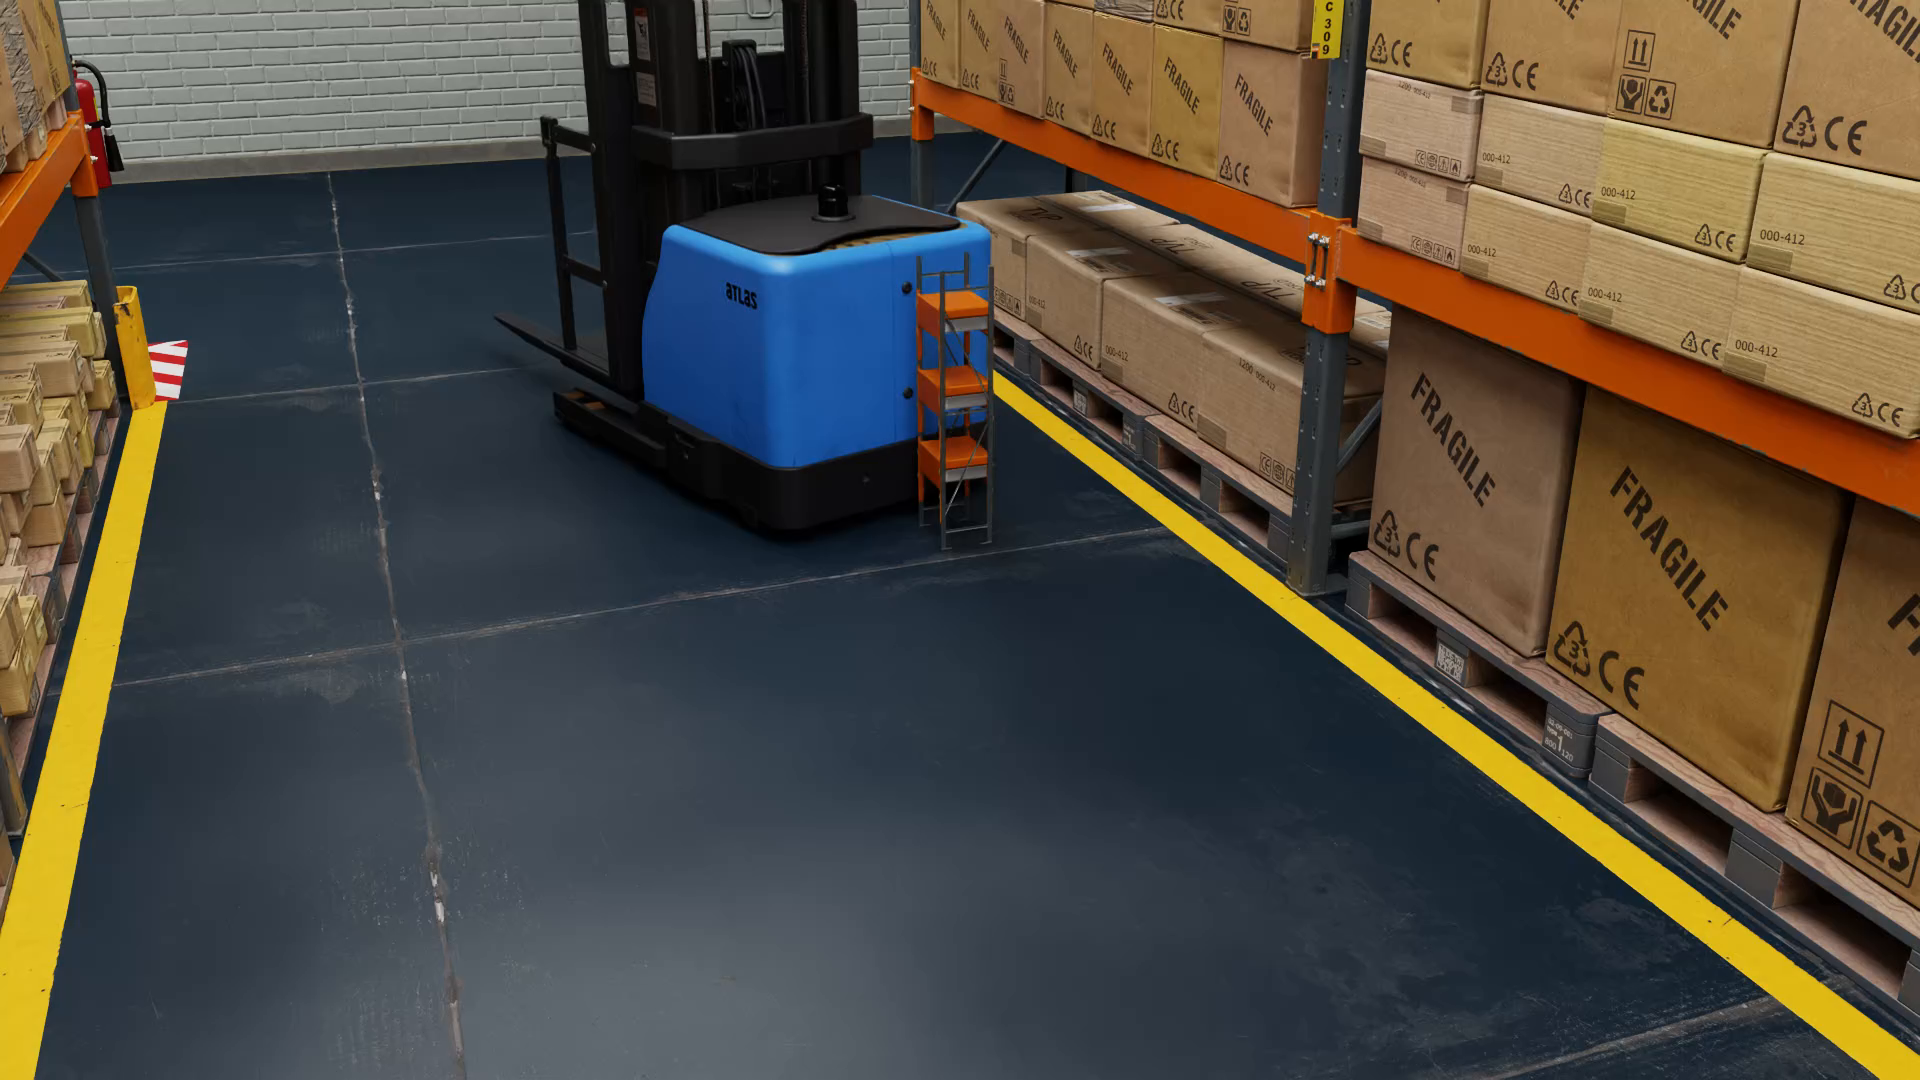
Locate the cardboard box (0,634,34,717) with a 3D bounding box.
[{"bbox_3d":[-2.788,0.394,4.583,0.380,0.149,0.250,-9,25,-21],"label":"cardboard box"}]

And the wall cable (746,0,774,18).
[{"bbox_3d":[-1.792,-5.247,13.489,0.585,1.953,0.123,-8,24,-19],"label":"wall cable"}]

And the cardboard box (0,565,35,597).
[{"bbox_3d":[-3.019,0.214,5.009,0.380,0.149,0.250,-8,24,-19],"label":"cardboard box"}]

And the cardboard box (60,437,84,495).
[{"bbox_3d":[-3.468,-0.259,6.132,0.380,0.149,0.250,-8,24,-18],"label":"cardboard box"}]

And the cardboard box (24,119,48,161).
[{"bbox_3d":[-3.726,-1.533,6.350,0.380,0.149,0.250,-8,24,-18],"label":"cardboard box"}]

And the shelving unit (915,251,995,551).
[{"bbox_3d":[-0.019,-0.503,6.092,0.215,1.050,0.252,-8,24,-19],"label":"shelving unit"}]

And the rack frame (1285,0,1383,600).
[{"bbox_3d":[1.635,-1.265,5.390,1.000,3.000,0.127,-8,24,-19],"label":"rack frame"}]

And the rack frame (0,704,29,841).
[{"bbox_3d":[-2.960,-0.550,3.692,1.000,3.000,0.127,-8,24,-19],"label":"rack frame"}]

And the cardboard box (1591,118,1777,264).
[{"bbox_3d":[1.890,-0.856,3.967,0.500,0.250,0.500,-8,24,-18],"label":"cardboard box"}]

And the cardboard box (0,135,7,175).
[{"bbox_3d":[-3.225,-1.314,4.994,0.500,0.500,0.500,-9,24,-20],"label":"cardboard box"}]

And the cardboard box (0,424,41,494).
[{"bbox_3d":[-3.193,-0.246,5.335,0.380,0.149,0.250,-8,24,-18],"label":"cardboard box"}]

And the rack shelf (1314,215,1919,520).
[{"bbox_3d":[2.341,-0.207,3.806,1.077,0.370,4.000,-8,24,-19],"label":"rack shelf"}]

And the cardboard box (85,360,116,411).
[{"bbox_3d":[-3.807,-0.641,7.038,0.380,0.149,0.250,-8,24,-17],"label":"cardboard box"}]

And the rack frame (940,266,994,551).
[{"bbox_3d":[0.024,-0.459,5.987,0.200,1.050,0.008,-8,24,-19],"label":"rack frame"}]

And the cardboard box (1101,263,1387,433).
[{"bbox_3d":[1.197,-0.846,7.154,0.875,0.438,0.875,-9,25,-21],"label":"cardboard box"}]

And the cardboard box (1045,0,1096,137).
[{"bbox_3d":[0.683,-2.004,7.014,0.500,0.500,0.500,-8,24,-17],"label":"cardboard box"}]

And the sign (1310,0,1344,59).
[{"bbox_3d":[1.116,-1.624,5.025,0.100,0.325,0.005,-8,24,-19],"label":"sign"}]

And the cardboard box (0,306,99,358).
[{"bbox_3d":[-3.704,-0.824,6.706,0.380,0.149,0.250,-9,24,-20],"label":"cardboard box"}]

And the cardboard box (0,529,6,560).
[{"bbox_3d":[-2.930,0.035,4.670,0.380,0.149,0.250,-7,24,-16],"label":"cardboard box"}]

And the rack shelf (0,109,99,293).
[{"bbox_3d":[-3.667,-0.945,5.556,1.077,0.370,4.000,-8,24,-19],"label":"rack shelf"}]

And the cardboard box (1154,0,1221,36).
[{"bbox_3d":[1.038,-2.091,5.934,0.500,0.500,0.500,-9,24,-20],"label":"cardboard box"}]

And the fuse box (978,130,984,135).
[{"bbox_3d":[0.225,-4.406,14.500,0.539,1.711,0.414,-8,24,-19],"label":"fuse box"}]

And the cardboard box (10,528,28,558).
[{"bbox_3d":[-3.283,0.036,5.432,0.380,0.149,0.250,-9,25,-21],"label":"cardboard box"}]

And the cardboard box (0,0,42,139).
[{"bbox_3d":[-3.609,-1.687,5.880,0.500,0.500,0.500,-8,24,-19],"label":"cardboard box"}]

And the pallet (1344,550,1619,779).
[{"bbox_3d":[1.978,0.289,5.291,1.003,0.211,1.213,-8,24,-19],"label":"pallet"}]

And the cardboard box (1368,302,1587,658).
[{"bbox_3d":[1.929,-0.266,5.213,0.875,0.875,0.875,-8,24,-17],"label":"cardboard box"}]

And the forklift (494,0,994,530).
[{"bbox_3d":[-1.160,-1.894,6.971,1.130,2.935,3.031,-17,28,-34],"label":"forklift"}]

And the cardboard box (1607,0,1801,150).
[{"bbox_3d":[1.902,-1.209,3.841,0.500,0.500,0.500,-9,24,-20],"label":"cardboard box"}]

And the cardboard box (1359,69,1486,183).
[{"bbox_3d":[1.526,-1.228,4.851,0.500,0.250,0.500,-9,24,-21],"label":"cardboard box"}]

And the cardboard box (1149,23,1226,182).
[{"bbox_3d":[1.045,-1.631,6.129,0.500,0.500,0.500,-9,24,-20],"label":"cardboard box"}]

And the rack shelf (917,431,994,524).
[{"bbox_3d":[-0.019,-0.237,6.204,0.215,0.259,0.240,-8,24,-19],"label":"rack shelf"}]

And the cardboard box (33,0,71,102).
[{"bbox_3d":[-3.974,-2.058,6.759,0.500,0.500,0.500,-8,24,-18],"label":"cardboard box"}]

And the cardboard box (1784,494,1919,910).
[{"bbox_3d":[2.570,0.386,3.666,0.875,0.875,0.875,-8,24,-18],"label":"cardboard box"}]

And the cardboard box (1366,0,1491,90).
[{"bbox_3d":[1.521,-1.573,4.704,0.500,0.500,0.500,-8,24,-18],"label":"cardboard box"}]

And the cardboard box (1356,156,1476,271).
[{"bbox_3d":[1.543,-1.000,4.954,0.500,0.250,0.500,-9,24,-20],"label":"cardboard box"}]

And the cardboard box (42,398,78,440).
[{"bbox_3d":[-3.467,-0.397,6.076,0.380,0.149,0.250,-7,24,-16],"label":"cardboard box"}]

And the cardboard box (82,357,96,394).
[{"bbox_3d":[-3.735,-0.679,6.745,0.380,0.149,0.250,-9,25,-21],"label":"cardboard box"}]

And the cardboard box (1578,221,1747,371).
[{"bbox_3d":[1.894,-0.624,4.062,0.500,0.250,0.500,-9,24,-19],"label":"cardboard box"}]

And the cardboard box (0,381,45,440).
[{"bbox_3d":[-3.416,-0.428,5.768,0.380,0.149,0.250,-8,24,-19],"label":"cardboard box"}]

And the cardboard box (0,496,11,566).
[{"bbox_3d":[-3.175,-0.004,5.144,0.380,0.149,0.250,-10,25,-22],"label":"cardboard box"}]

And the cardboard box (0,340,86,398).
[{"bbox_3d":[-3.525,-0.631,6.248,0.380,0.149,0.250,-7,24,-17],"label":"cardboard box"}]

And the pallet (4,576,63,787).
[{"bbox_3d":[-3.231,0.496,4.801,1.003,0.211,1.213,-8,24,-19],"label":"pallet"}]

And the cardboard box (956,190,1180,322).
[{"bbox_3d":[0.548,-1.506,8.718,0.875,0.438,0.875,-9,25,-21],"label":"cardboard box"}]

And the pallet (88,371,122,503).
[{"bbox_3d":[-4.093,-0.390,6.904,1.003,0.211,1.213,-8,24,-19],"label":"pallet"}]

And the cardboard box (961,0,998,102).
[{"bbox_3d":[0.327,-2.371,7.885,0.500,0.500,0.500,-9,24,-20],"label":"cardboard box"}]

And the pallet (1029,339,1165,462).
[{"bbox_3d":[1.005,-0.712,7.666,1.003,0.211,1.213,-8,24,-19],"label":"pallet"}]

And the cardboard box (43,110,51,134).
[{"bbox_3d":[-3.941,-1.712,6.773,0.380,0.149,0.250,-8,24,-19],"label":"cardboard box"}]

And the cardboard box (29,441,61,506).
[{"bbox_3d":[-3.280,-0.207,5.627,0.380,0.149,0.250,-9,24,-19],"label":"cardboard box"}]

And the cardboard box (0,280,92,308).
[{"bbox_3d":[-3.949,-0.999,7.123,0.380,0.149,0.250,-8,24,-18],"label":"cardboard box"}]

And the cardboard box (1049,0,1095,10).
[{"bbox_3d":[0.680,-2.458,6.804,0.500,0.500,0.500,-8,24,-19],"label":"cardboard box"}]
